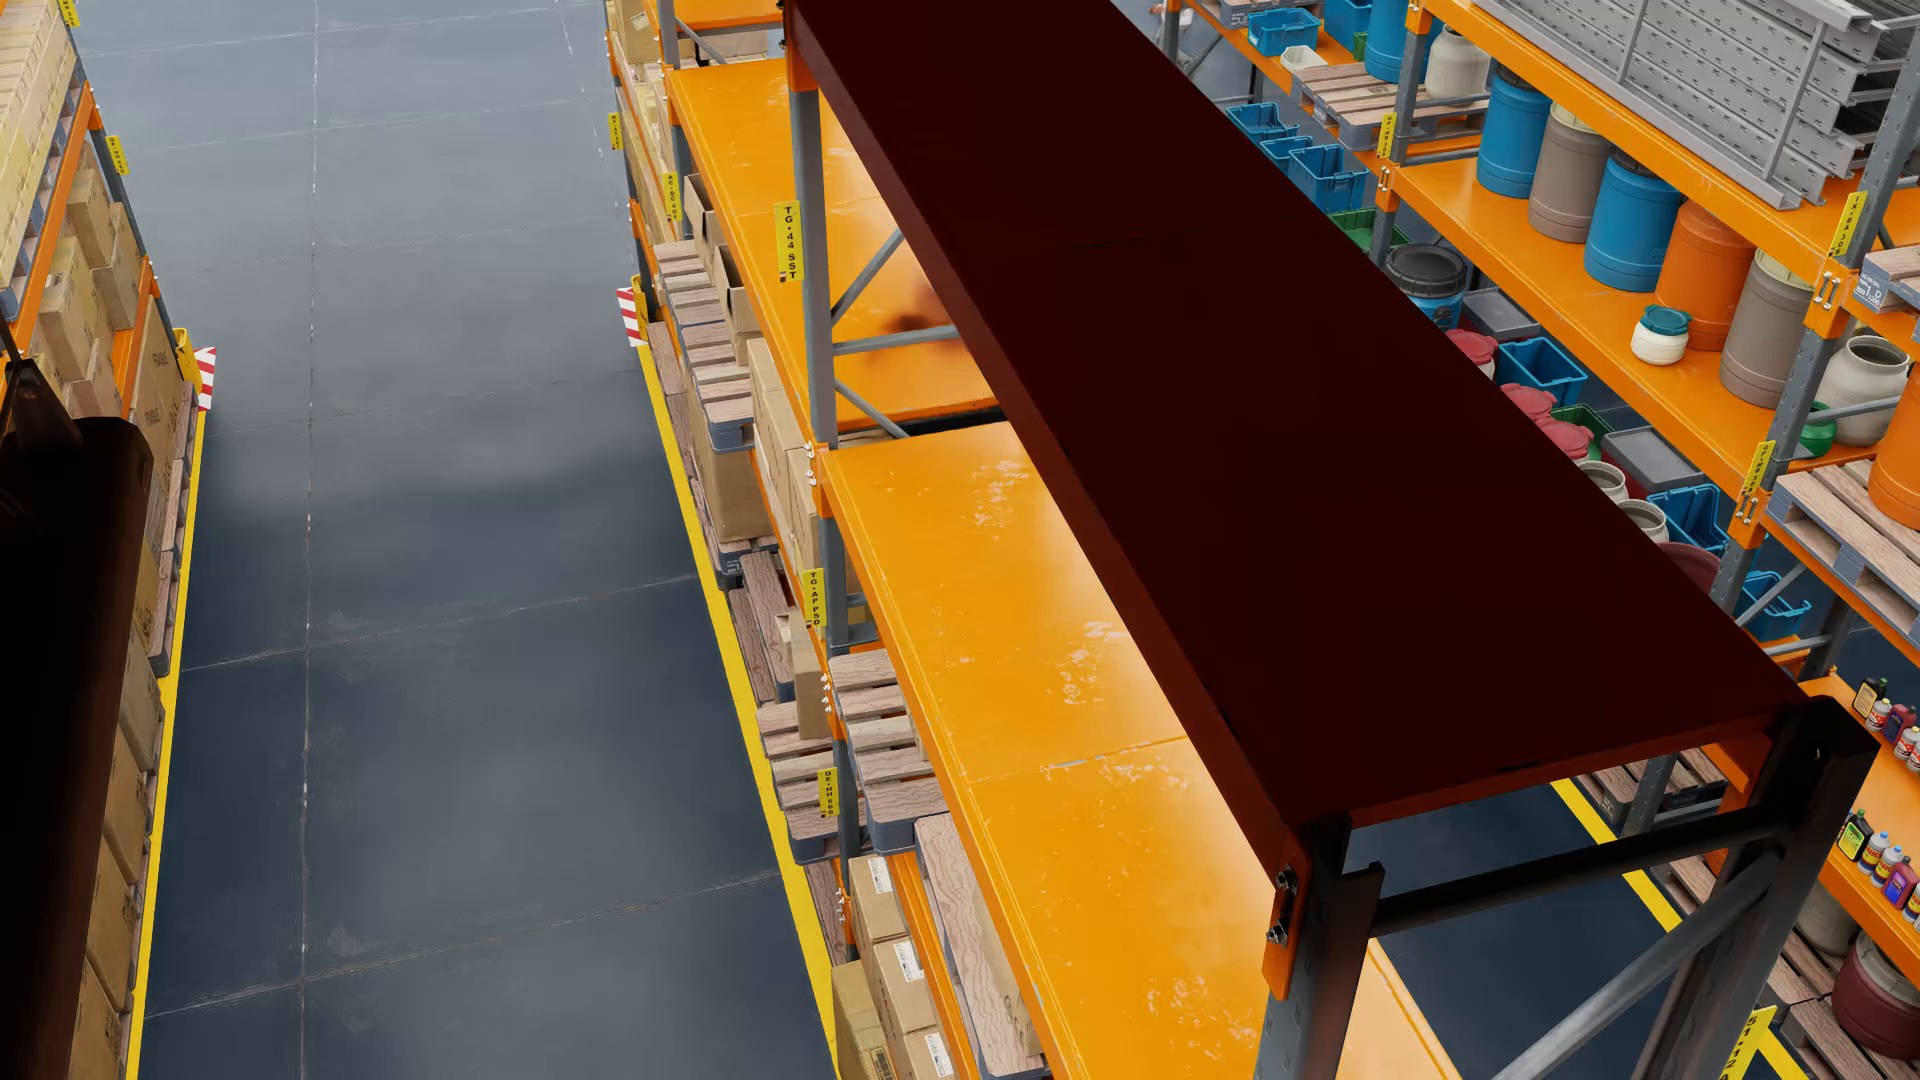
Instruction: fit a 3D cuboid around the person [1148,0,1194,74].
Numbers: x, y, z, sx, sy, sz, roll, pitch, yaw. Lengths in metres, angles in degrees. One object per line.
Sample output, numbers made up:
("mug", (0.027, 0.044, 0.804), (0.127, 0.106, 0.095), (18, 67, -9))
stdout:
("person", (2.445, -5.946, 18.938), (0.599, 1.723, 0.655), (7, 39, 9))
